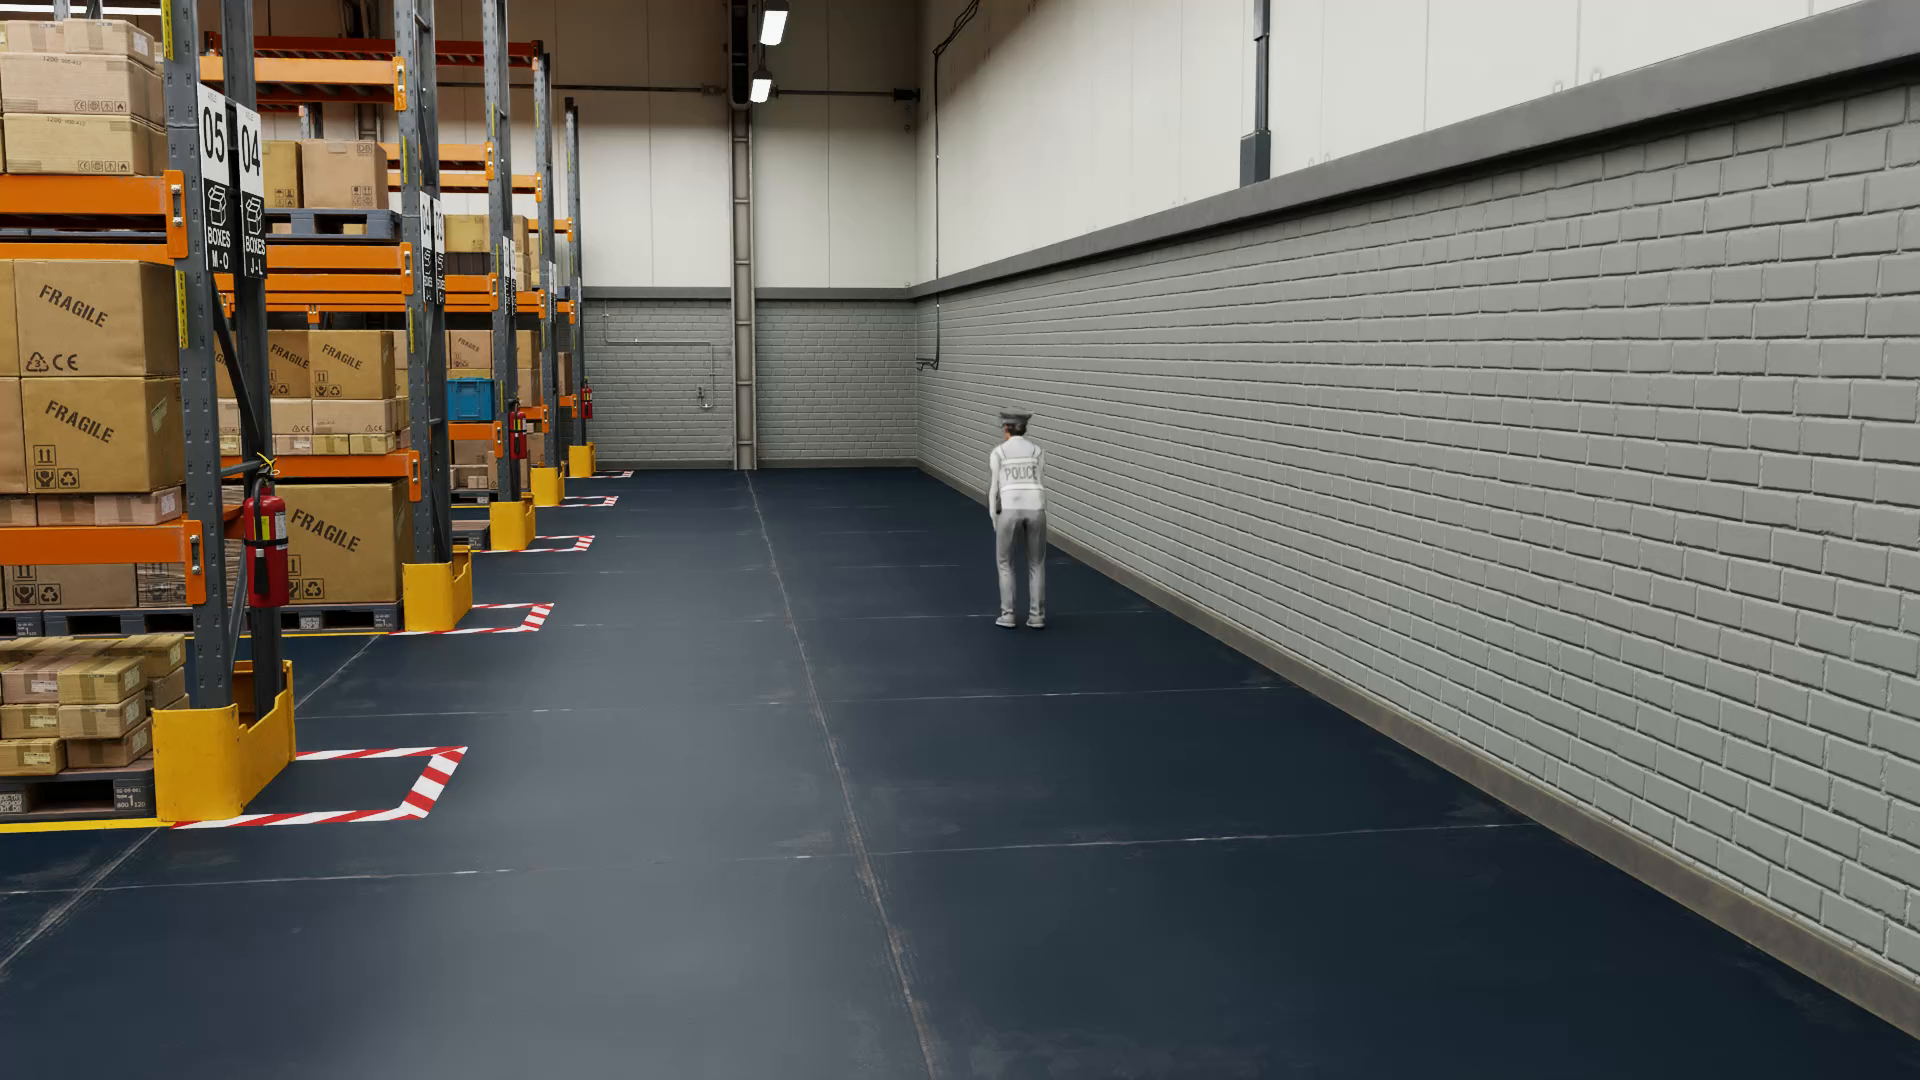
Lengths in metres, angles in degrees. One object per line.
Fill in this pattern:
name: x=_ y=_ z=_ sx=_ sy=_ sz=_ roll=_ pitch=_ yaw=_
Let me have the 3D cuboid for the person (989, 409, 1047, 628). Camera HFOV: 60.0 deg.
person: x=0.428 y=-0.161 z=12.413 sx=0.411 sy=1.630 sz=0.559 roll=-1 pitch=7 yaw=-10
